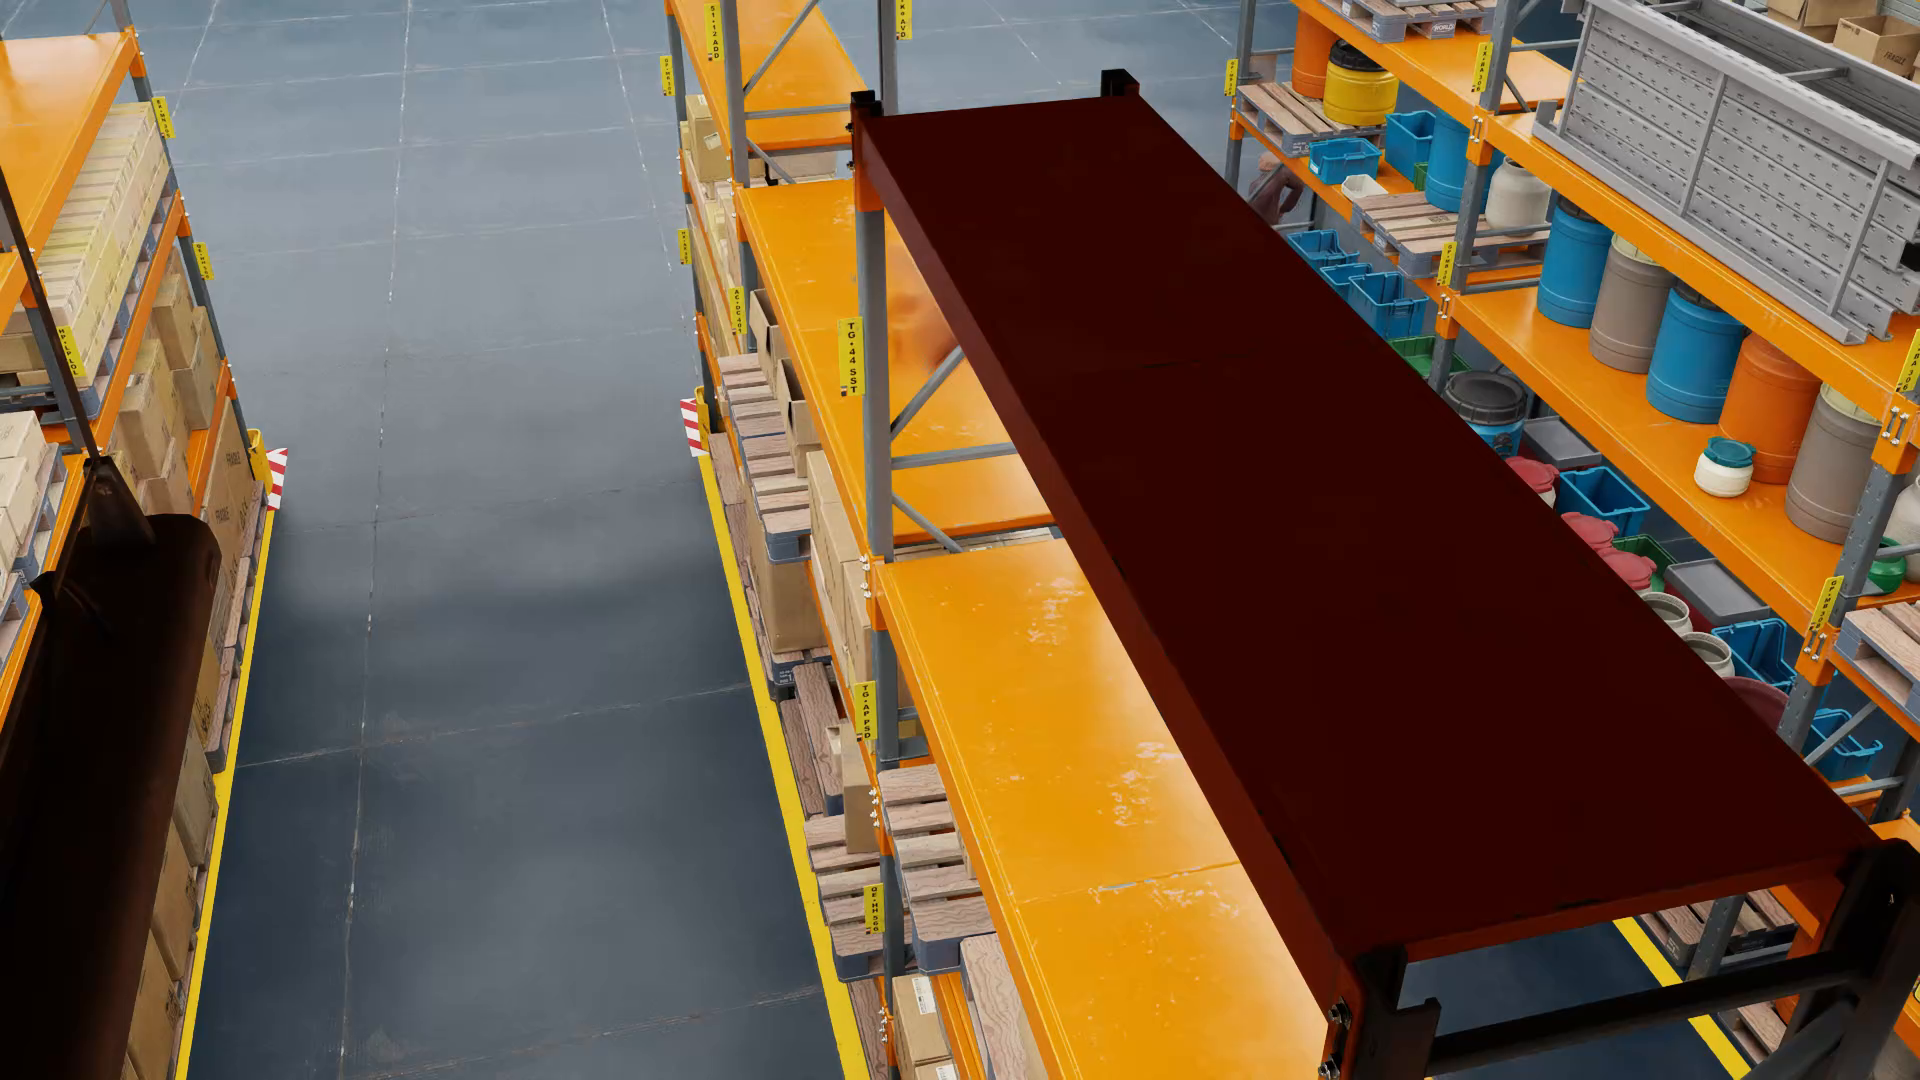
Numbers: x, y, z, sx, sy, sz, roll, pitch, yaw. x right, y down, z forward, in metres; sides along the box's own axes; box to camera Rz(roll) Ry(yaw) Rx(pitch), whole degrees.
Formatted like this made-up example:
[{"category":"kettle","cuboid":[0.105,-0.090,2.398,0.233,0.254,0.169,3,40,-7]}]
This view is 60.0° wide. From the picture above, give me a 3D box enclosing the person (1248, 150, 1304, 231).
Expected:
[{"category":"person","cuboid":[3.093,-3.225,17.223,0.987,1.766,0.708,17,38,23]}]
